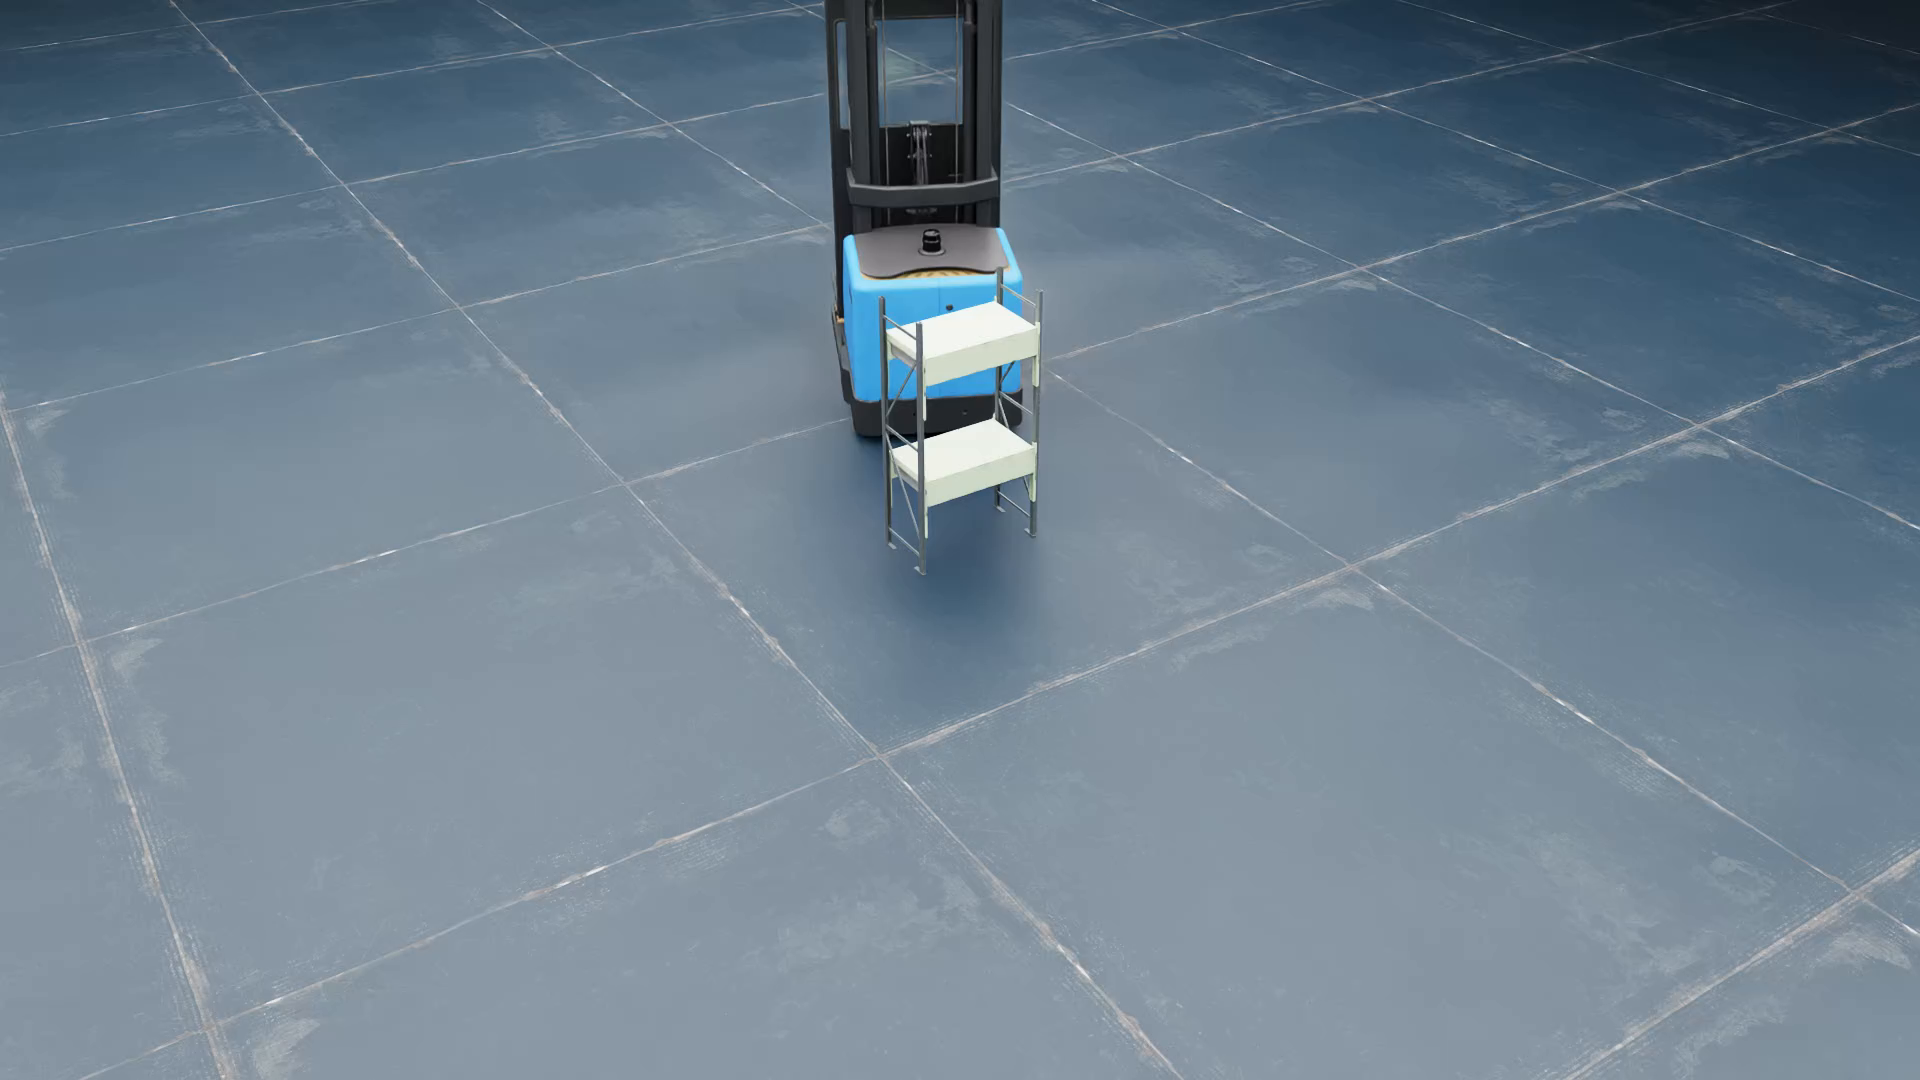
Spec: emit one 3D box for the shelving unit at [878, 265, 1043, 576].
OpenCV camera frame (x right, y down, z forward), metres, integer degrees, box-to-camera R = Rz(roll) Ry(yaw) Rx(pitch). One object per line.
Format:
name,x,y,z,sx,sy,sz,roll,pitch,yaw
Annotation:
shelving unit,0.006,-0.636,8.974,0.755,1.500,0.431,-19,37,-27

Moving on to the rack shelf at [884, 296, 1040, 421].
rack shelf,0.006,-0.966,8.766,0.720,0.370,0.431,-19,37,-27

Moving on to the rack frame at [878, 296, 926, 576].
rack frame,-0.302,-0.530,8.807,0.023,1.500,0.400,-19,37,-27

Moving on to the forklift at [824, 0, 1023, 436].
forklift,-0.314,-2.647,10.820,1.130,2.935,3.031,-4,32,-6

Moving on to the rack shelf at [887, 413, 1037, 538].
rack shelf,0.006,-0.361,9.148,0.720,0.370,0.431,-19,37,-27

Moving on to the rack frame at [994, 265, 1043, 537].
rack frame,0.313,-0.742,9.142,0.023,1.500,0.400,-19,37,-27
